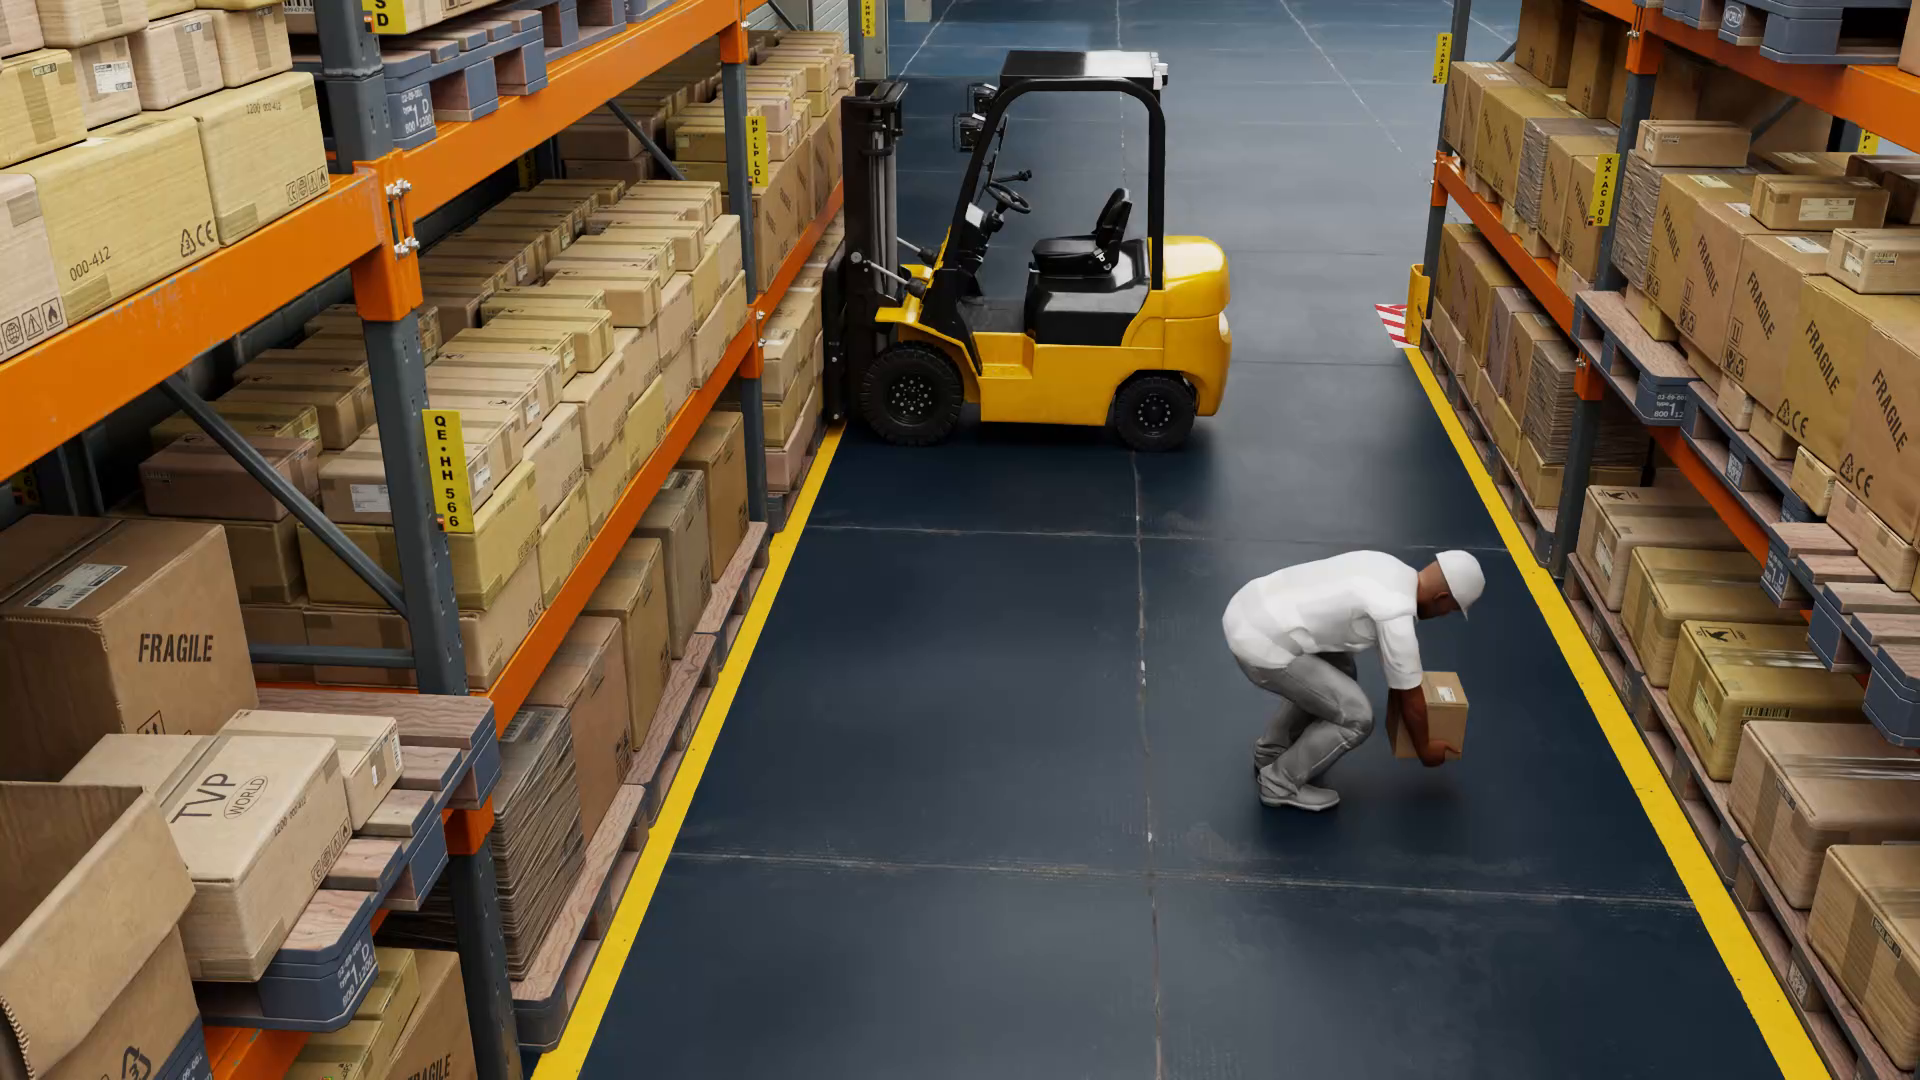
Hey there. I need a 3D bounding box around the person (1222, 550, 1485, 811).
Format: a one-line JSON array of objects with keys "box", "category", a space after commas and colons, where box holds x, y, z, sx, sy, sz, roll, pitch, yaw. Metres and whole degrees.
[{"box": [1.481, 0.503, 6.380, 0.956, 1.013, 0.528, 1, 24, 2], "category": "person"}]
